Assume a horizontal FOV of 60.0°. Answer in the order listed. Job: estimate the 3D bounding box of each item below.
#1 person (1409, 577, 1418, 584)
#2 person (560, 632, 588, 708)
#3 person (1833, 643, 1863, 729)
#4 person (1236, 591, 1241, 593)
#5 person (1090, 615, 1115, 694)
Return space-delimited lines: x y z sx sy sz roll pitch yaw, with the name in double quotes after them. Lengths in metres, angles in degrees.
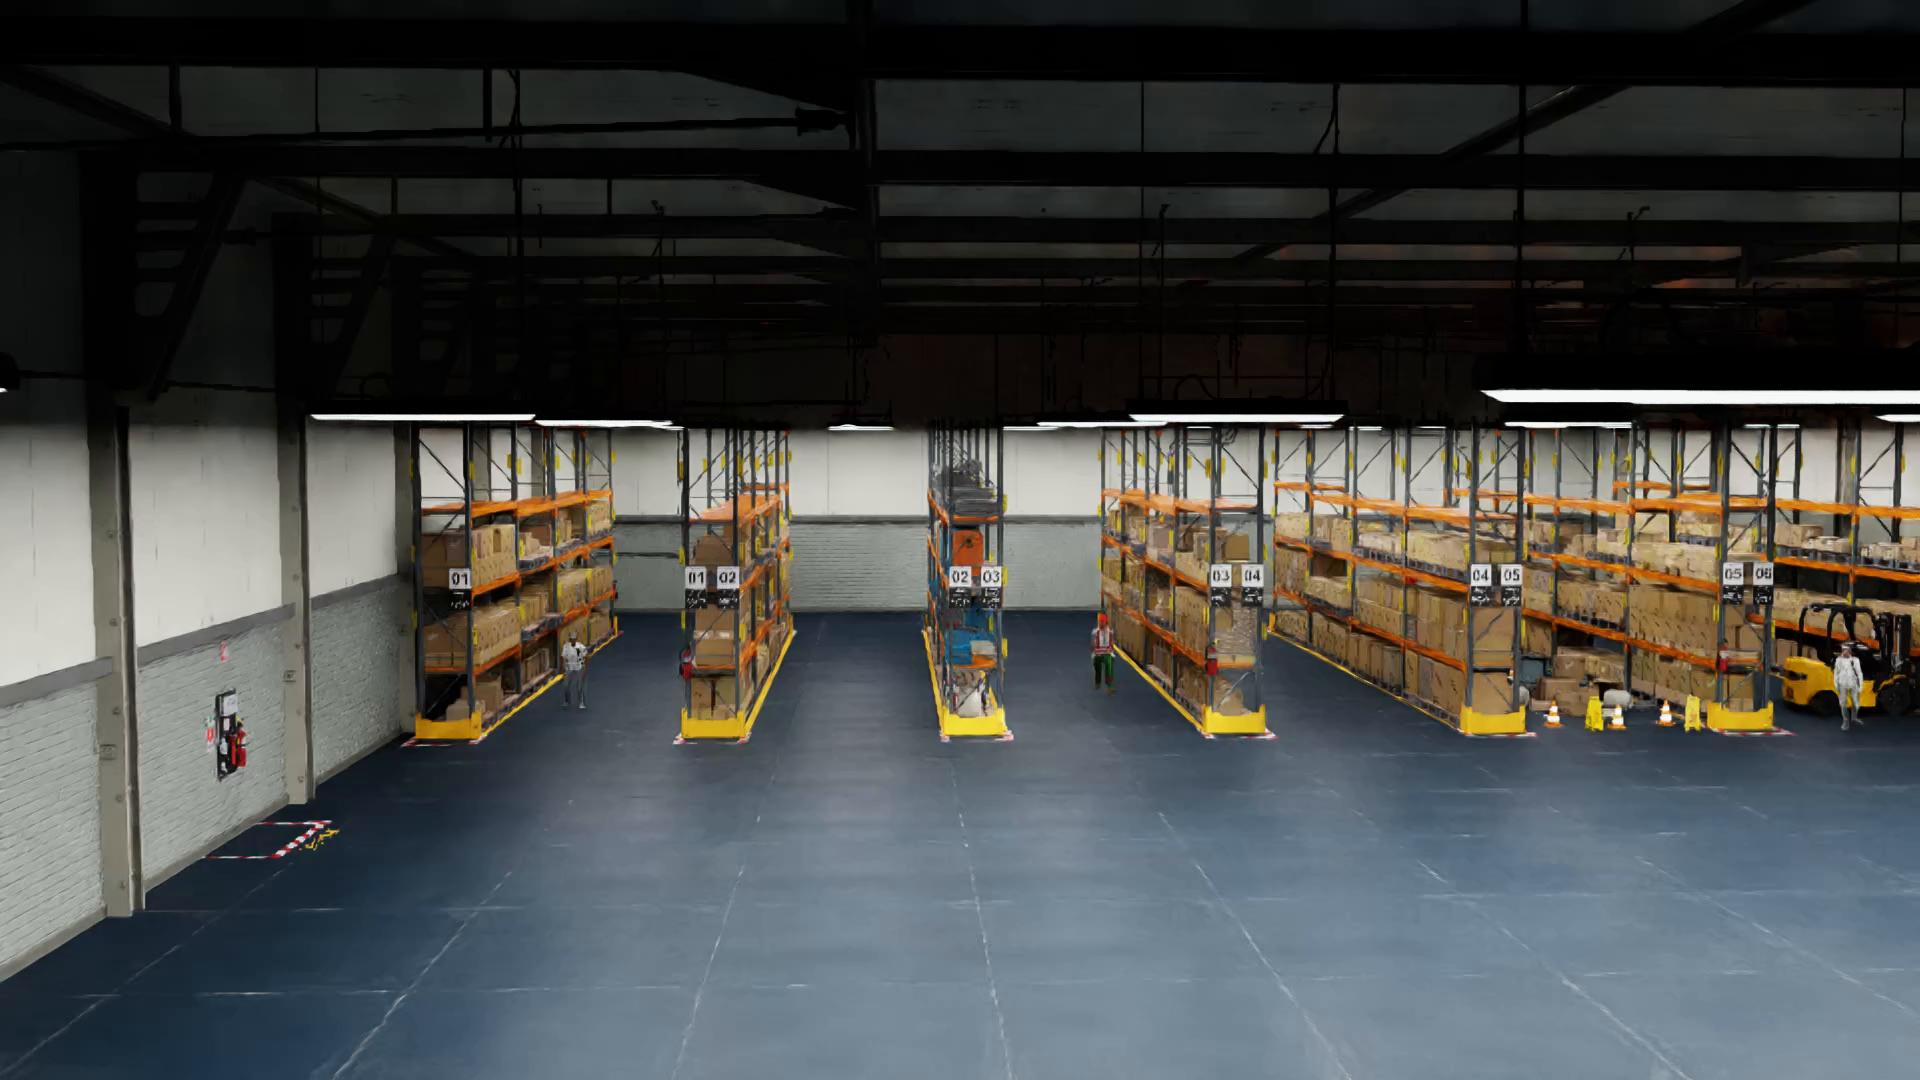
13.774 1.554 50.597 0.485 1.717 0.707 -2 4 -31 "person"
-7.979 2.676 34.341 0.571 1.629 0.526 0 4 -4 "person"
17.182 2.796 32.147 0.531 1.667 0.525 3 5 34 "person"
8.594 1.579 51.907 0.443 1.485 0.991 0 4 7 "person"
3.131 2.477 36.430 0.553 1.709 1.123 0 4 -1 "person"
